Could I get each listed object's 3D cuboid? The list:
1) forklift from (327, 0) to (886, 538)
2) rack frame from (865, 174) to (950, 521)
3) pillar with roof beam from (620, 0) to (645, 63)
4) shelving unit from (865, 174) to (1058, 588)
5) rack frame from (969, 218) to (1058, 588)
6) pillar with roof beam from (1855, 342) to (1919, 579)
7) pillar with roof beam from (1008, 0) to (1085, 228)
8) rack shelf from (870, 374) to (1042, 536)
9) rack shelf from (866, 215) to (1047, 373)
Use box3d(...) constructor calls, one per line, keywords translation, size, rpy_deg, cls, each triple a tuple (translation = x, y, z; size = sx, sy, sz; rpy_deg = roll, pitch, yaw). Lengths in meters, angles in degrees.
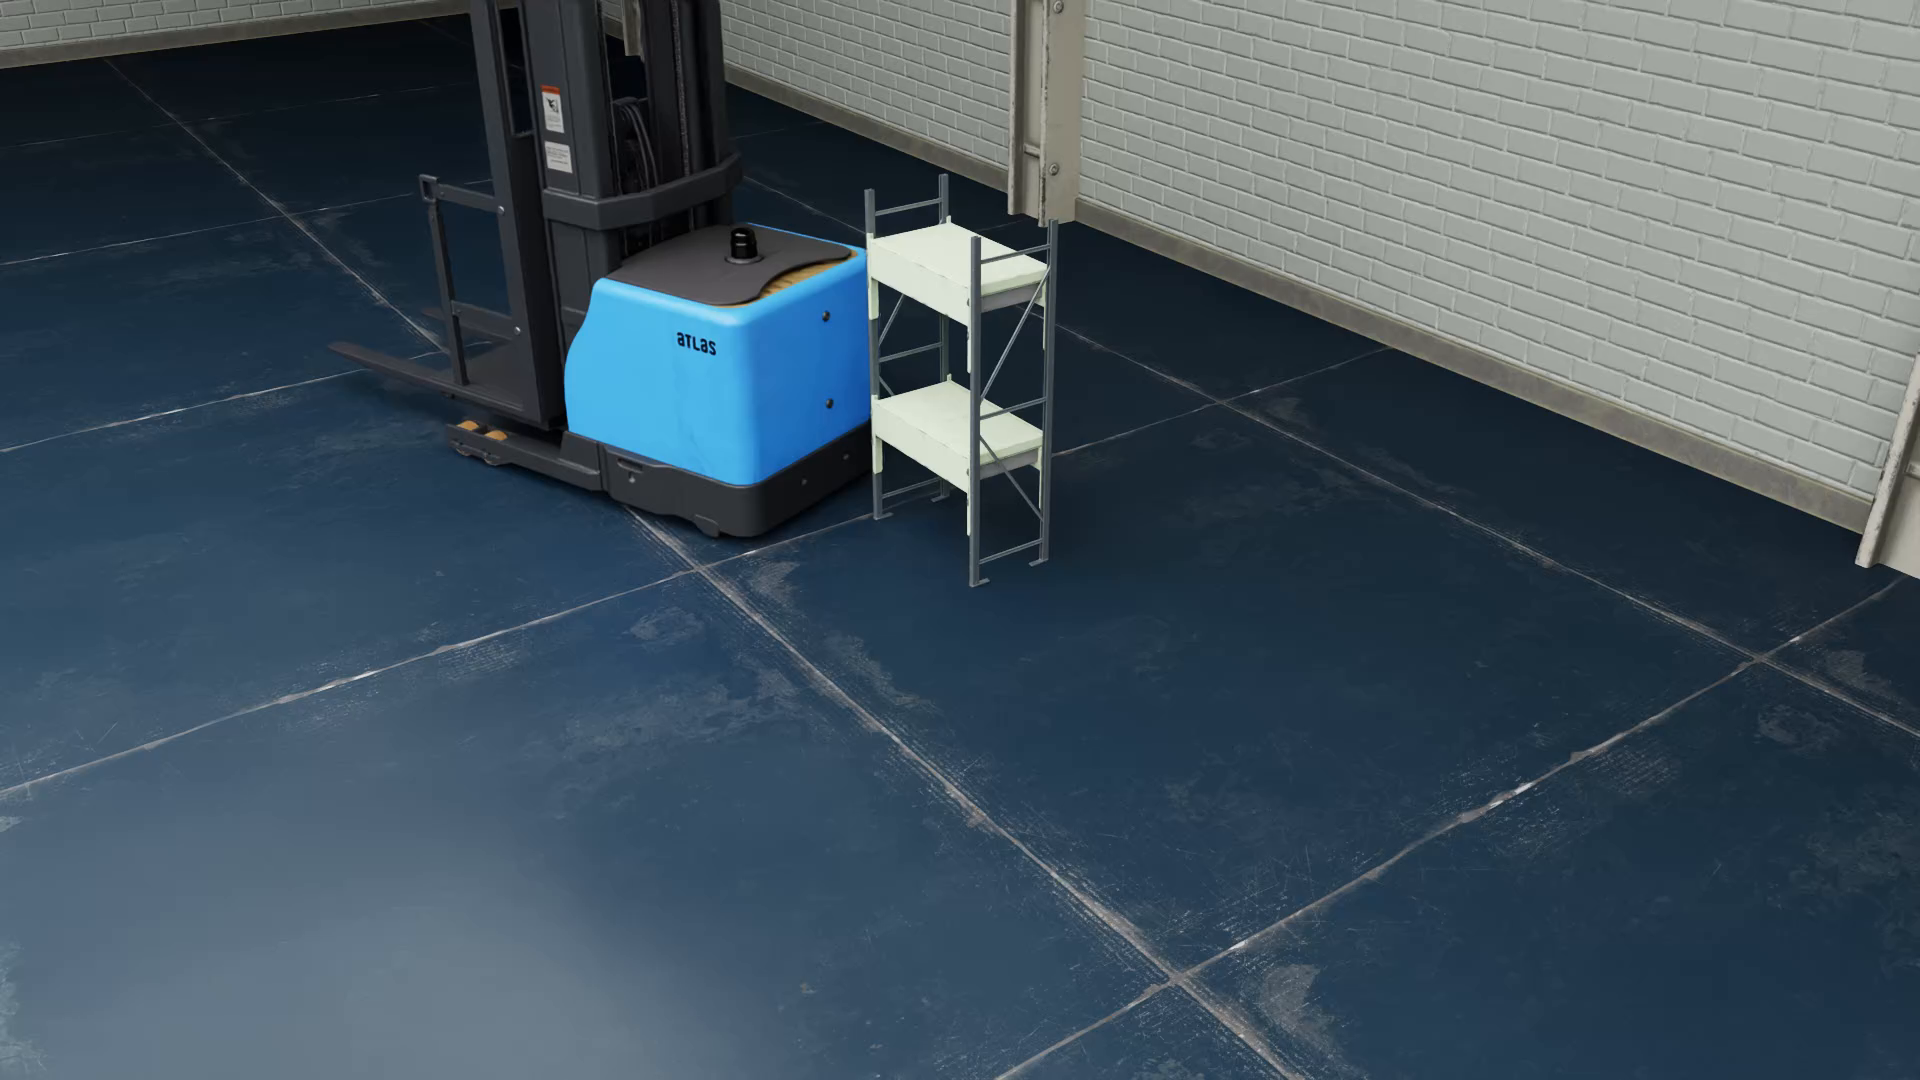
box3d(translation=(-1.853, -1.829, 7.547), size=(3.031, 2.935, 1.130), rpy_deg=(18, 33, 30), cls="forklift")
box3d(translation=(-0.216, -0.804, 7.159), size=(0.400, 1.500, 0.023), rpy_deg=(-19, 34, -31), cls="rack frame")
box3d(translation=(-6.425, -7.296, 11.256), size=(9.100, 9.000, 0.400), rpy_deg=(-19, 34, -31), cls="pillar with roof beam")
box3d(translation=(-0.004, -0.662, 6.897), size=(0.431, 1.500, 0.755), rpy_deg=(-19, 34, -31), cls="shelving unit")
box3d(translation=(0.208, -0.519, 6.635), size=(0.400, 1.500, 0.023), rpy_deg=(-19, 34, -31), cls="rack frame")
box3d(translation=(0.535, -2.631, 2.666), size=(9.100, 9.000, 0.400), rpy_deg=(-19, 34, -31), cls="pillar with roof beam")
box3d(translation=(-2.945, -4.964, 6.961), size=(9.100, 9.000, 0.400), rpy_deg=(-19, 34, -31), cls="pillar with roof beam")
box3d(translation=(-0.004, -0.375, 7.052), size=(0.431, 0.370, 0.720), rpy_deg=(-19, 34, -31), cls="rack shelf")
box3d(translation=(-0.004, -1.005, 6.711), size=(0.431, 0.370, 0.720), rpy_deg=(-19, 34, -31), cls="rack shelf")
